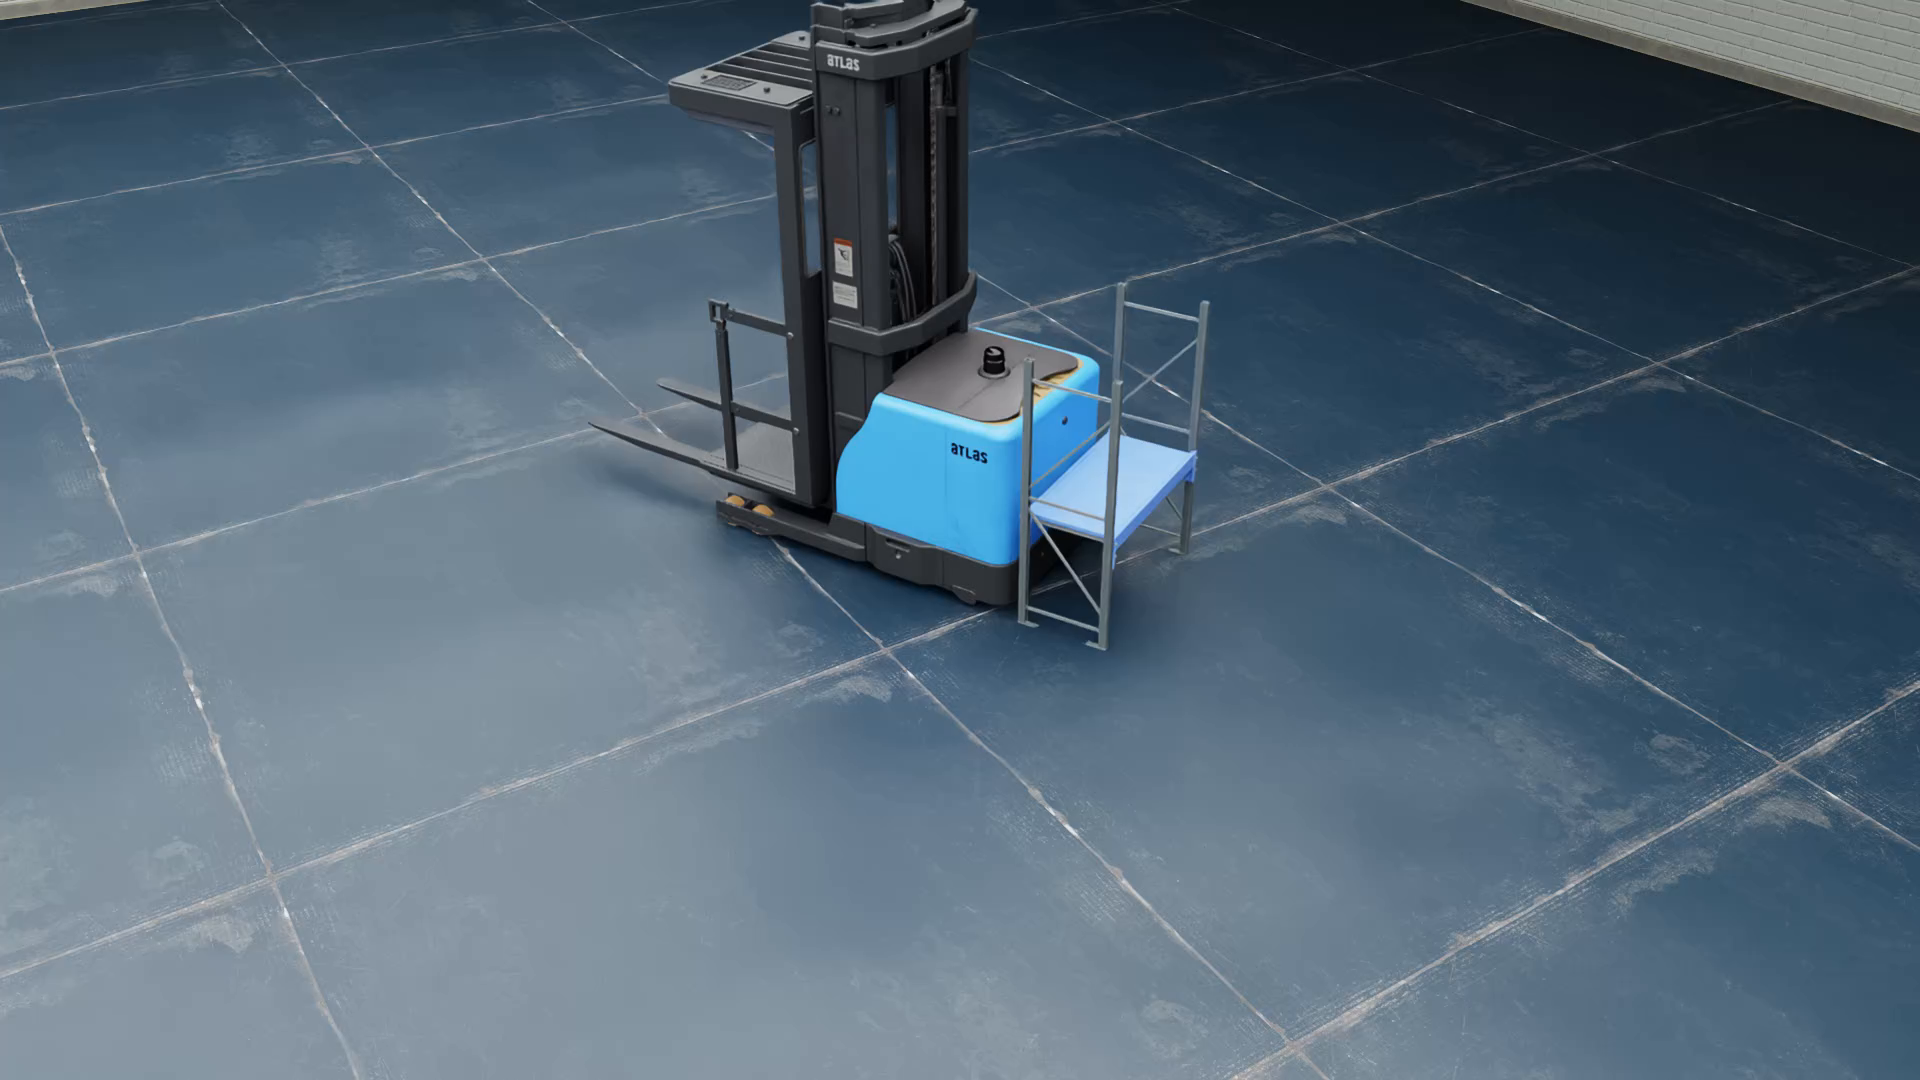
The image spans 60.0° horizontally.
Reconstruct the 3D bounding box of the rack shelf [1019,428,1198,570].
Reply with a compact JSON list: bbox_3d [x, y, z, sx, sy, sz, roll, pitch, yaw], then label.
[{"bbox_3d":[0.776,-0.230,8.546,0.538,0.185,1.000,17,36,25],"label":"rack shelf"}]

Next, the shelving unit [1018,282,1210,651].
[{"bbox_3d":[0.776,-0.382,8.450,0.538,1.500,1.048,17,36,25],"label":"shelving unit"}]

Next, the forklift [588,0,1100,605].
[{"bbox_3d":[-0.771,-1.484,8.856,3.031,2.935,1.130,18,37,27],"label":"forklift"}]

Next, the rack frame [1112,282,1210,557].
[{"bbox_3d":[1.030,-0.617,8.822,0.500,1.500,0.032,17,36,25],"label":"rack frame"}]

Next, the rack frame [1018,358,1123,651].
[{"bbox_3d":[0.522,-0.147,8.077,0.500,1.500,0.032,17,36,25],"label":"rack frame"}]
